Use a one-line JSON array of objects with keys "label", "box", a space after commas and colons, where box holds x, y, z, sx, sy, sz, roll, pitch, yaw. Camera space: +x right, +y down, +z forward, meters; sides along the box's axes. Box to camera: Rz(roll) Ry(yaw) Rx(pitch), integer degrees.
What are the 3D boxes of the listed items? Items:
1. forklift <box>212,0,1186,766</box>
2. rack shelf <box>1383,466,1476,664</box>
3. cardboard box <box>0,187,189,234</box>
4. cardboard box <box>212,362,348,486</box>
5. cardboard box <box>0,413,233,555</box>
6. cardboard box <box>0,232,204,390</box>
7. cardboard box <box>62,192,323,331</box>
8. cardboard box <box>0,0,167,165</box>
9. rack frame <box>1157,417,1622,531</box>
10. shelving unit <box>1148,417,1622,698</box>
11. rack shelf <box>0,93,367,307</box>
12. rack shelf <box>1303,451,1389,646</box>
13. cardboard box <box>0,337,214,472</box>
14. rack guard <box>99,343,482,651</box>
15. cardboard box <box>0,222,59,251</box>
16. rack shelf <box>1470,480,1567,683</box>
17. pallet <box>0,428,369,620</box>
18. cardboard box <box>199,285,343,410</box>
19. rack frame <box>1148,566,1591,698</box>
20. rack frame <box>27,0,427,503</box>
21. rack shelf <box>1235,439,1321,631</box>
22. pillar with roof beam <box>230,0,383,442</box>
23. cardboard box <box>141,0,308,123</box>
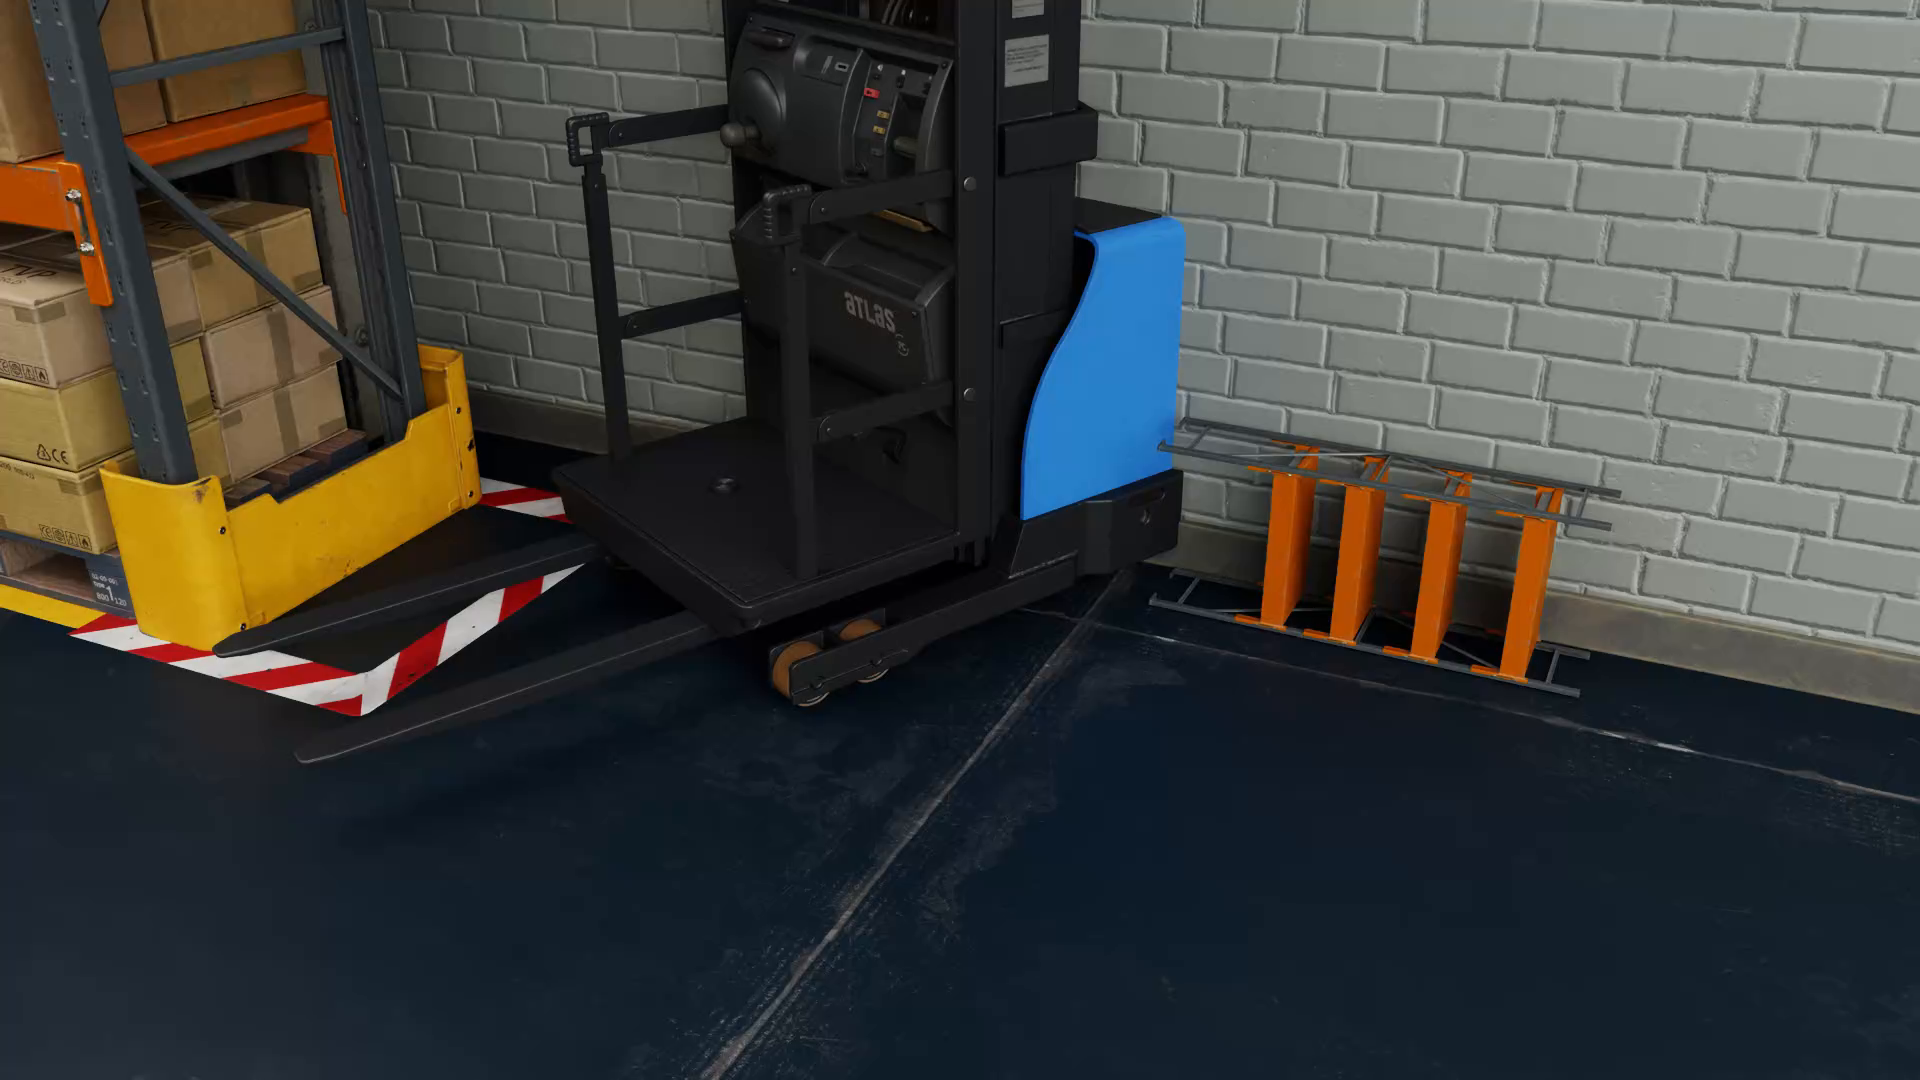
[{"label": "forklift", "box": [-0.494, -1.143, 4.253, 3.031, 2.935, 1.130, -19, 32, -34]}, {"label": "rack shelf", "box": [1.284, 0.059, 4.545, 0.148, 0.480, 0.258, 12, 29, 23]}, {"label": "cardboard box", "box": [-2.805, -0.955, 5.299, 0.500, 0.250, 0.500, 11, 28, 22]}, {"label": "cardboard box", "box": [-2.355, -0.421, 5.347, 0.500, 0.250, 0.500, 11, 28, 22]}, {"label": "cardboard box", "box": [-2.548, -0.211, 4.921, 0.500, 0.250, 0.500, 12, 28, 22]}, {"label": "cardboard box", "box": [-2.537, -0.660, 4.700, 0.500, 0.250, 0.500, 12, 29, 24]}, {"label": "cardboard box", "box": [-2.348, -0.865, 5.117, 0.500, 0.250, 0.500, 11, 28, 21]}, {"label": "cardboard box", "box": [-2.546, -1.327, 4.436, 0.500, 0.500, 0.500, 11, 28, 21]}, {"label": "rack frame", "box": [1.143, -0.190, 4.498, 1.200, 0.015, 0.240, 12, 29, 23]}, {"label": "shelving unit", "box": [1.143, 0.029, 4.606, 1.200, 0.503, 0.258, 12, 29, 23]}, {"label": "rack shelf", "box": [-3.810, -1.341, 5.392, 4.000, 0.370, 1.077, 11, 28, 22]}, {"label": "rack shelf", "box": [1.082, 0.017, 4.632, 0.148, 0.480, 0.258, 12, 29, 23]}, {"label": "cardboard box", "box": [-2.561, -0.440, 4.820, 0.500, 0.250, 0.500, 11, 28, 21]}, {"label": "rack guard", "box": [-1.967, -0.172, 5.033, 0.348, 0.500, 1.175, 11, 28, 22]}, {"label": "cardboard box", "box": [-3.005, -0.751, 4.885, 0.500, 0.250, 0.500, 12, 29, 23]}, {"label": "rack shelf", "box": [1.497, 0.104, 4.454, 0.148, 0.480, 0.258, 12, 29, 23]}, {"label": "pallet", "box": [-2.702, -0.170, 5.356, 1.213, 0.211, 1.003, 11, 28, 22]}, {"label": "cardboard box", "box": [-2.331, -0.646, 5.238, 0.500, 0.250, 0.500, 12, 29, 23]}, {"label": "rack frame", "box": [1.143, 0.248, 4.714, 1.200, 0.015, 0.240, 12, 29, 23]}, {"label": "rack frame", "box": [-1.989, -1.298, 4.490, 0.127, 3.000, 1.000, 11, 28, 22]}, {"label": "rack shelf", "box": [0.903, -0.021, 4.709, 0.148, 0.480, 0.258, 12, 29, 23]}, {"label": "pillar with roof beam", "box": [-4.032, -2.748, 0.644, 0.400, 9.000, 9.100, 11, 28, 22]}, {"label": "cardboard box", "box": [-2.325, -1.545, 4.879, 0.500, 0.500, 0.500, 12, 29, 23]}]
